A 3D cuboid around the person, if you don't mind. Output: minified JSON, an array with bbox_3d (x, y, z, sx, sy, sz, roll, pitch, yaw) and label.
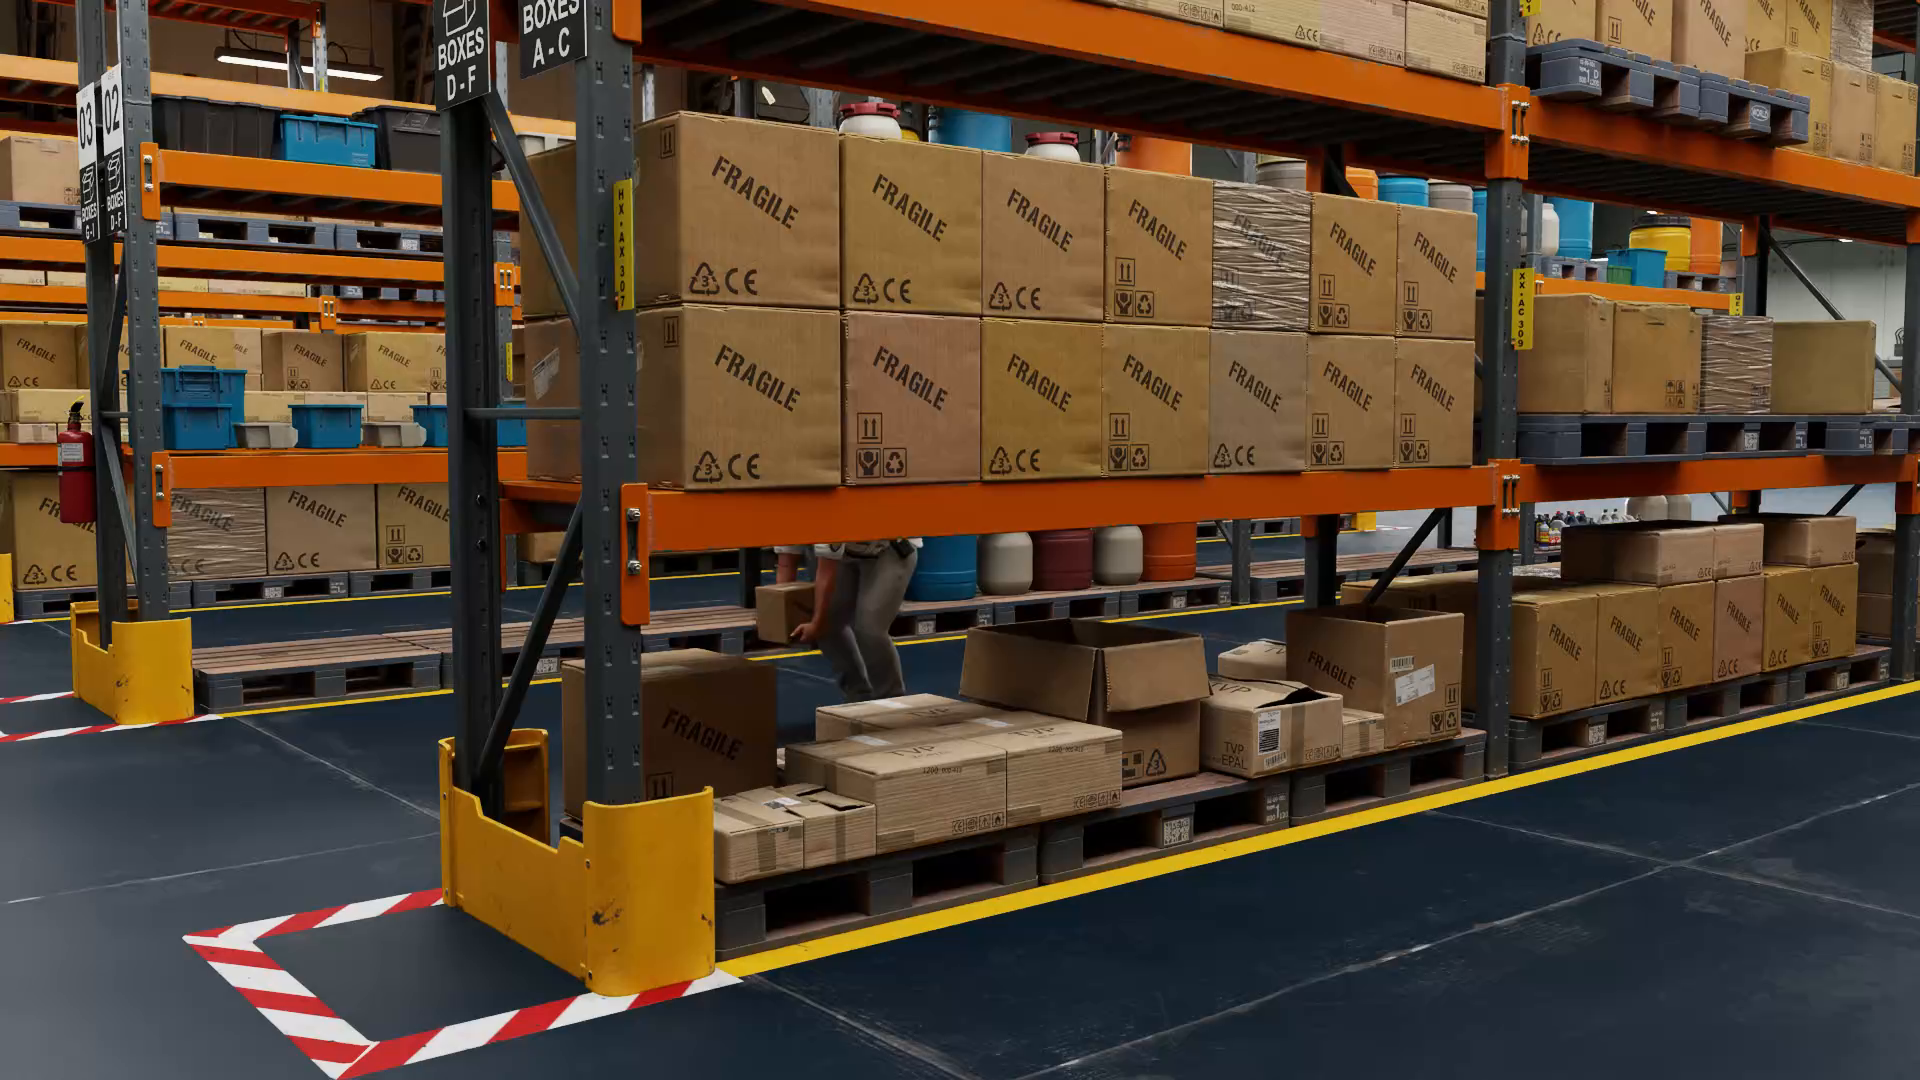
[{"bbox_3d":[-0.631,0.245,7.952,0.987,1.341,0.493,-4,6,-41],"label":"person"}]
